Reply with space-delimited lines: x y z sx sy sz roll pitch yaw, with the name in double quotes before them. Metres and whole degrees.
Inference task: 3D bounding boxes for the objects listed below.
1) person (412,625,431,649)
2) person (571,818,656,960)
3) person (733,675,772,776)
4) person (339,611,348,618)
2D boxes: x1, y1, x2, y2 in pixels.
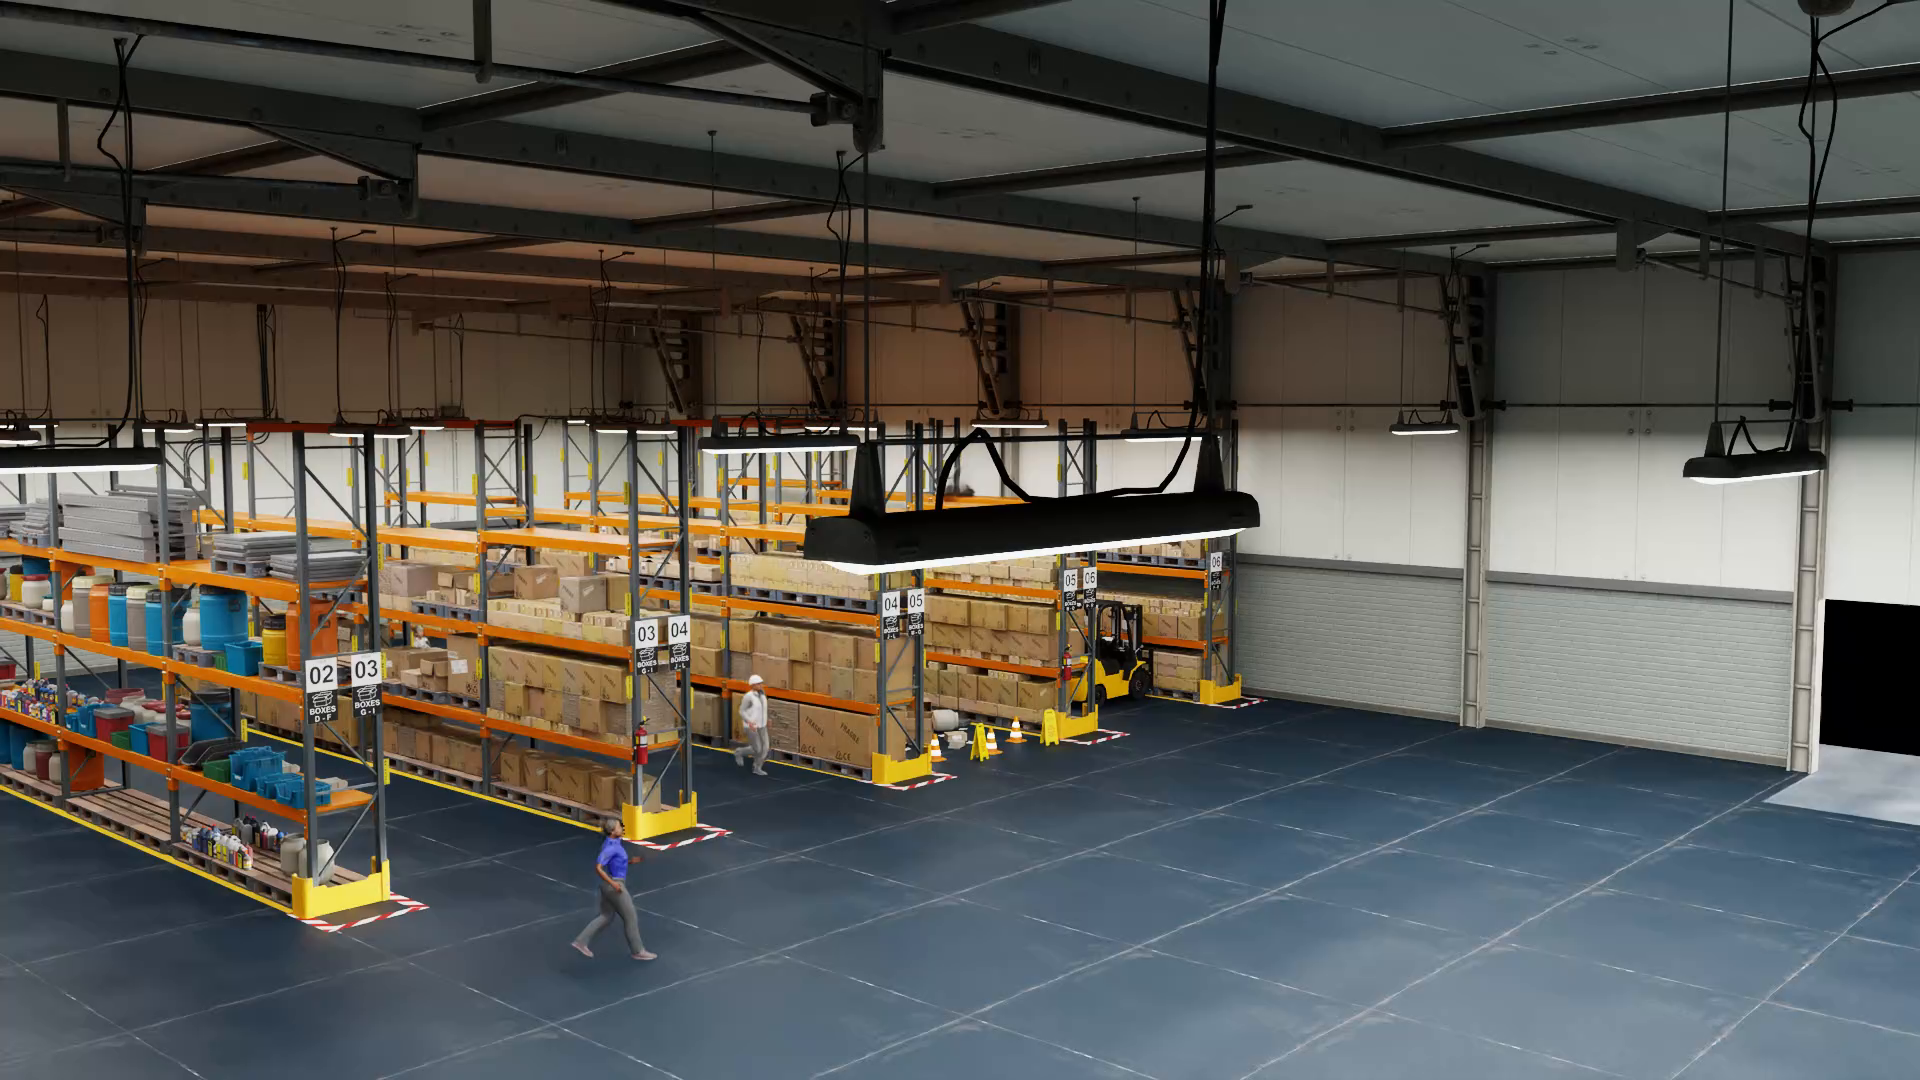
"person" -11.496 2.622 35.354 0.675 1.652 0.639 4 6 41
"person" -3.913 3.950 18.765 0.938 1.647 0.576 -2 5 -21
"person" -3.553 3.154 28.439 0.637 1.727 0.647 3 6 35
"person" -13.908 2.428 37.369 0.707 1.704 0.561 -2 5 -19
